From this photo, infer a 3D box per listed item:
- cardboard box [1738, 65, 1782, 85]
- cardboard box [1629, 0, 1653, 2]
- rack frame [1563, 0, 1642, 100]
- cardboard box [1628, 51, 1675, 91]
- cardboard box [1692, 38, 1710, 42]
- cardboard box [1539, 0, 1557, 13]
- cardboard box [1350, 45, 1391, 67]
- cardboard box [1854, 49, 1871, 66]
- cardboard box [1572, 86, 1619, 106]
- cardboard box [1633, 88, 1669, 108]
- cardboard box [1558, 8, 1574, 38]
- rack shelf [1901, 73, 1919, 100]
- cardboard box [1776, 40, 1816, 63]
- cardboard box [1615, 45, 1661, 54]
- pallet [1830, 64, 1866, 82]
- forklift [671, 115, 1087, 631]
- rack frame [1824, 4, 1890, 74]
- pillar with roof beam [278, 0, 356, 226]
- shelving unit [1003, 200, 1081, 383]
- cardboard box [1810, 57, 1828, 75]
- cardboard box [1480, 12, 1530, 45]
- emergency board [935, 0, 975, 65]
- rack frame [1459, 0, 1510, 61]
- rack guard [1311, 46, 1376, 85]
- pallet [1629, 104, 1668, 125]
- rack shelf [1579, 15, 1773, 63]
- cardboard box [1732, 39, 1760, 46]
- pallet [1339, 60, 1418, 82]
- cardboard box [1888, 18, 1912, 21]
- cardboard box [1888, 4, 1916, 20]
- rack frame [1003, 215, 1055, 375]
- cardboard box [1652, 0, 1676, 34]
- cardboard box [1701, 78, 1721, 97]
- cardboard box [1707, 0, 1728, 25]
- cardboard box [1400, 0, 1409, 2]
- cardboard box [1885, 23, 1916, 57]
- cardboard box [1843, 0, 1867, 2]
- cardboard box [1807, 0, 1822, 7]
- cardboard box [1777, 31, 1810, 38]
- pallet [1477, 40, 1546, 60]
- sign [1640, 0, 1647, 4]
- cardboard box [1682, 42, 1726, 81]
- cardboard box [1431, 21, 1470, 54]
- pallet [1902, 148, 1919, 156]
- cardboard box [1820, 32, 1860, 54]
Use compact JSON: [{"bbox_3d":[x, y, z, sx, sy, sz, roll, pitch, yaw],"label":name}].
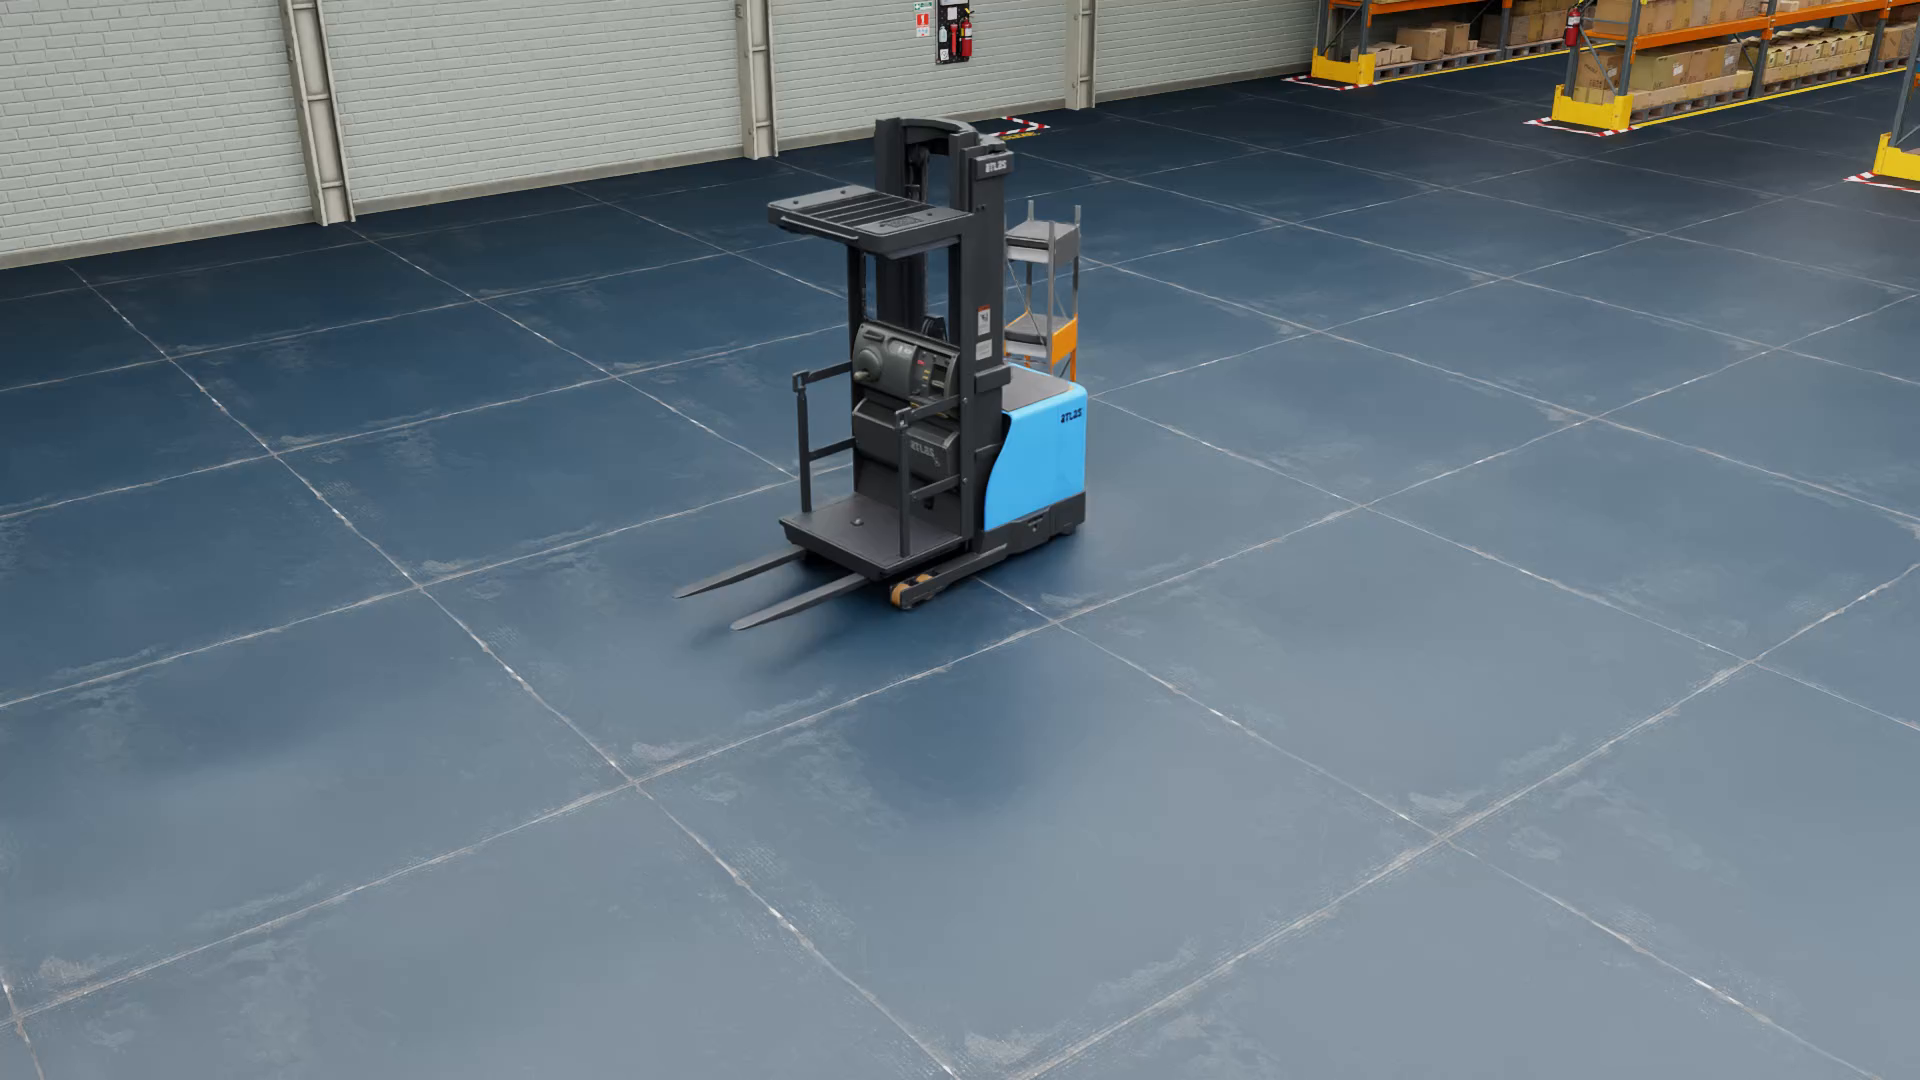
[{"bbox_3d":[13.302,-7.772,27.700,0.500,0.250,0.500,-19,31,-35],"label":"cardboard box"},{"bbox_3d":[10.126,-8.137,24.830,0.250,0.149,0.380,-19,31,-34],"label":"cardboard box"},{"bbox_3d":[9.684,-7.767,24.922,0.127,3.000,1.000,-18,31,-34],"label":"rack frame"},{"bbox_3d":[10.636,-7.246,25.677,0.500,0.500,0.500,-18,31,-34],"label":"cardboard box"},{"bbox_3d":[11.885,-7.940,27.172,0.500,0.500,0.500,-18,31,-34],"label":"cardboard box"},{"bbox_3d":[11.093,-10.300,31.937,0.500,0.250,0.500,-19,31,-35],"label":"cardboard box"},{"bbox_3d":[7.224,-8.537,29.252,0.500,0.311,0.500,-23,33,-40],"label":"cardboard box"},{"bbox_3d":[15.716,-8.571,29.422,0.500,0.250,0.500,-17,30,-33],"label":"cardboard box"},{"bbox_3d":[9.924,-6.947,25.923,0.500,0.250,0.500,-18,31,-34],"label":"cardboard box"},{"bbox_3d":[10.635,-6.907,25.836,0.500,0.250,0.500,-18,31,-34],"label":"cardboard box"},{"bbox_3d":[11.535,-10.113,32.423,0.500,0.500,0.700,-18,31,-34],"label":"cardboard box"},{"bbox_3d":[14.312,-6.318,22.655,4.000,0.370,1.077,-18,31,-34],"label":"rack shelf"},{"bbox_3d":[14.114,-8.291,28.154,0.500,0.311,0.500,-19,31,-36],"label":"cardboard box"},{"bbox_3d":[10.700,-7.553,26.337,0.500,0.500,0.500,-18,31,-34],"label":"cardboard box"},{"bbox_3d":[15.308,-8.379,29.554,1.213,0.211,1.003,-18,31,-34],"label":"pallet"},{"bbox_3d":[-0.510,-1.126,10.694,3.031,2.935,1.130,-22,33,-39],"label":"forklift"},{"bbox_3d":[15.979,-9.845,29.400,0.127,3.000,1.000,-18,31,-34],"label":"rack frame"},{"bbox_3d":[-4.867,-6.495,15.054,0.400,9.000,9.100,-18,31,-34],"label":"pillar with roof beam"},{"bbox_3d":[0.578,-1.386,12.241,0.431,2.100,0.503,11,27,23],"label":"shelving unit"},{"bbox_3d":[14.512,-8.171,28.561,0.500,0.250,0.500,-18,30,-33],"label":"cardboard box"},{"bbox_3d":[10.341,-9.708,31.552,0.500,0.500,0.700,-17,30,-32],"label":"cardboard box"},{"bbox_3d":[-0.048,-7.687,24.751,0.643,1.169,0.194,-18,31,-34],"label":"emergency board"},{"bbox_3d":[9.772,-10.446,30.695,0.127,3.000,1.000,-18,31,-34],"label":"rack frame"},{"bbox_3d":[6.684,-8.293,29.025,0.348,0.500,1.175,-18,31,-34],"label":"rack guard"},{"bbox_3d":[10.260,-6.715,25.967,1.213,0.211,1.003,-18,31,-34],"label":"pallet"},{"bbox_3d":[11.258,-7.960,26.193,4.000,0.370,1.077,-18,31,-34],"label":"rack shelf"},{"bbox_3d":[13.379,-8.341,28.260,0.500,0.311,0.500,-17,30,-33],"label":"cardboard box"},{"bbox_3d":[7.345,-8.361,29.515,1.213,0.211,1.003,-18,31,-34],"label":"pallet"},{"bbox_3d":[17.387,-9.504,31.112,0.500,0.500,0.500,-20,31,-36],"label":"cardboard box"},{"bbox_3d":[17.415,-9.855,30.977,0.500,0.250,0.500,-19,31,-35],"label":"cardboard box"},{"bbox_3d":[0.474,-1.293,12.041,0.400,2.100,0.015,11,27,23],"label":"rack frame"},{"bbox_3d":[10.470,-8.067,25.450,0.500,0.500,0.700,-17,30,-33],"label":"cardboard box"},{"bbox_3d":[11.818,-7.295,26.673,0.500,0.250,0.500,-18,31,-34],"label":"cardboard box"},{"bbox_3d":[11.678,-8.466,26.309,0.500,0.500,0.700,-18,30,-33],"label":"cardboard box"},{"bbox_3d":[7.604,-9.509,28.830,0.500,0.250,0.500,-19,31,-36],"label":"cardboard box"},{"bbox_3d":[16.922,-9.072,30.181,0.500,0.500,0.500,-20,31,-36],"label":"cardboard box"},{"bbox_3d":[15.442,-9.406,28.752,0.250,0.149,0.380,-18,31,-34],"label":"cardboard box"},{"bbox_3d":[14.255,-9.312,28.133,0.500,0.500,0.500,-18,30,-34],"label":"cardboard box"},{"bbox_3d":[14.575,-8.733,29.105,0.500,0.311,0.500,-19,31,-35],"label":"cardboard box"},{"bbox_3d":[10.384,-9.384,31.718,1.213,0.211,1.003,-18,31,-34],"label":"pallet"},{"bbox_3d":[10.022,-8.010,24.324,0.005,0.325,0.100,-18,31,-34],"label":"sign"},{"bbox_3d":[11.810,-7.639,26.524,0.500,0.500,0.500,-18,31,-34],"label":"cardboard box"},{"bbox_3d":[8.980,-9.229,30.519,0.500,0.500,0.500,-21,32,-38],"label":"cardboard box"},{"bbox_3d":[13.411,-5.105,22.498,1.213,0.211,1.003,-18,31,-34],"label":"pallet"},{"bbox_3d":[15.314,-8.688,29.008,0.500,0.311,0.500,-19,31,-35],"label":"cardboard box"}]
